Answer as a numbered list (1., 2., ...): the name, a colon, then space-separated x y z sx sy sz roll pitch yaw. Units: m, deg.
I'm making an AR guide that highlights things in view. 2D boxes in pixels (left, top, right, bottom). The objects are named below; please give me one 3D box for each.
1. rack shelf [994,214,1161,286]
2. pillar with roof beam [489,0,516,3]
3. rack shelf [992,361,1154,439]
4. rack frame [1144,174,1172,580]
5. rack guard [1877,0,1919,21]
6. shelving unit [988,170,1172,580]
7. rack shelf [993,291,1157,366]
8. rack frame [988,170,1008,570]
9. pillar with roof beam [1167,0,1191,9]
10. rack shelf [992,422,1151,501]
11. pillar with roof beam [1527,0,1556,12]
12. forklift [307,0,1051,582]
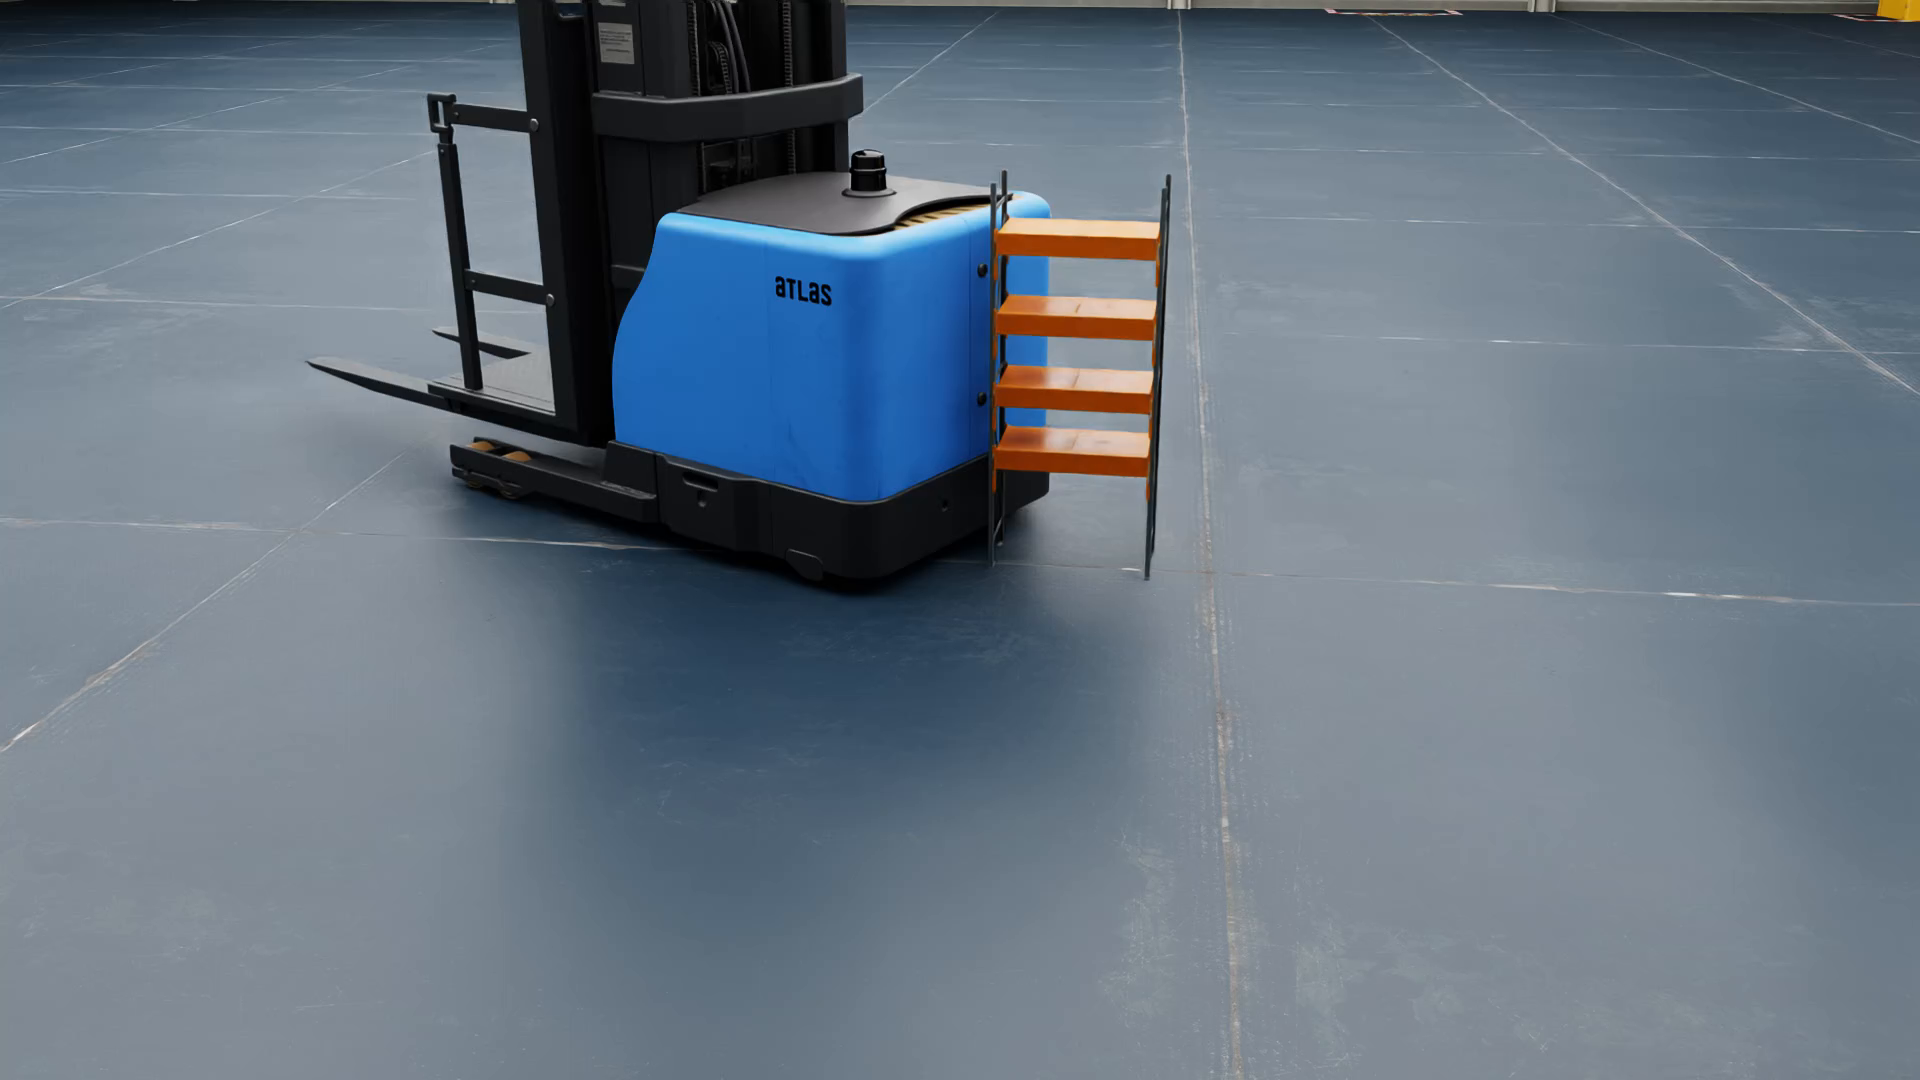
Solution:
1. rack shelf: 0.356 -0.858 4.910 0.480 0.148 0.258 4 22 9
2. pillar with roof beam: -8.678 -12.225 24.123 0.400 9.000 9.100 2 22 6
3. rack shelf: 0.356 -0.430 5.079 0.480 0.148 0.258 4 22 9
4. rack frame: 0.596 -0.478 5.016 0.015 1.200 0.240 4 22 9
5. rack guard: 14.941 -8.517 26.304 0.348 0.500 1.175 2 22 6
6. shelving unit: 0.356 -0.493 5.055 0.503 1.200 0.258 4 22 9
7. rack shelf: 0.356 -0.638 4.997 0.480 0.148 0.258 4 22 9
8. rack frame: 0.115 -0.508 5.094 0.015 1.200 0.240 4 22 9
9. pillar with roof beam: 3.239 -11.706 22.810 0.400 9.000 9.100 2 22 6
10. rack shelf: 0.356 -0.246 5.152 0.480 0.148 0.258 4 22 9
11. pillar with roof beam: 9.197 -11.446 22.153 0.400 9.000 9.100 2 22 6
12. forklift: -1.188 -1.645 5.615 3.031 2.935 1.130 15 26 33
